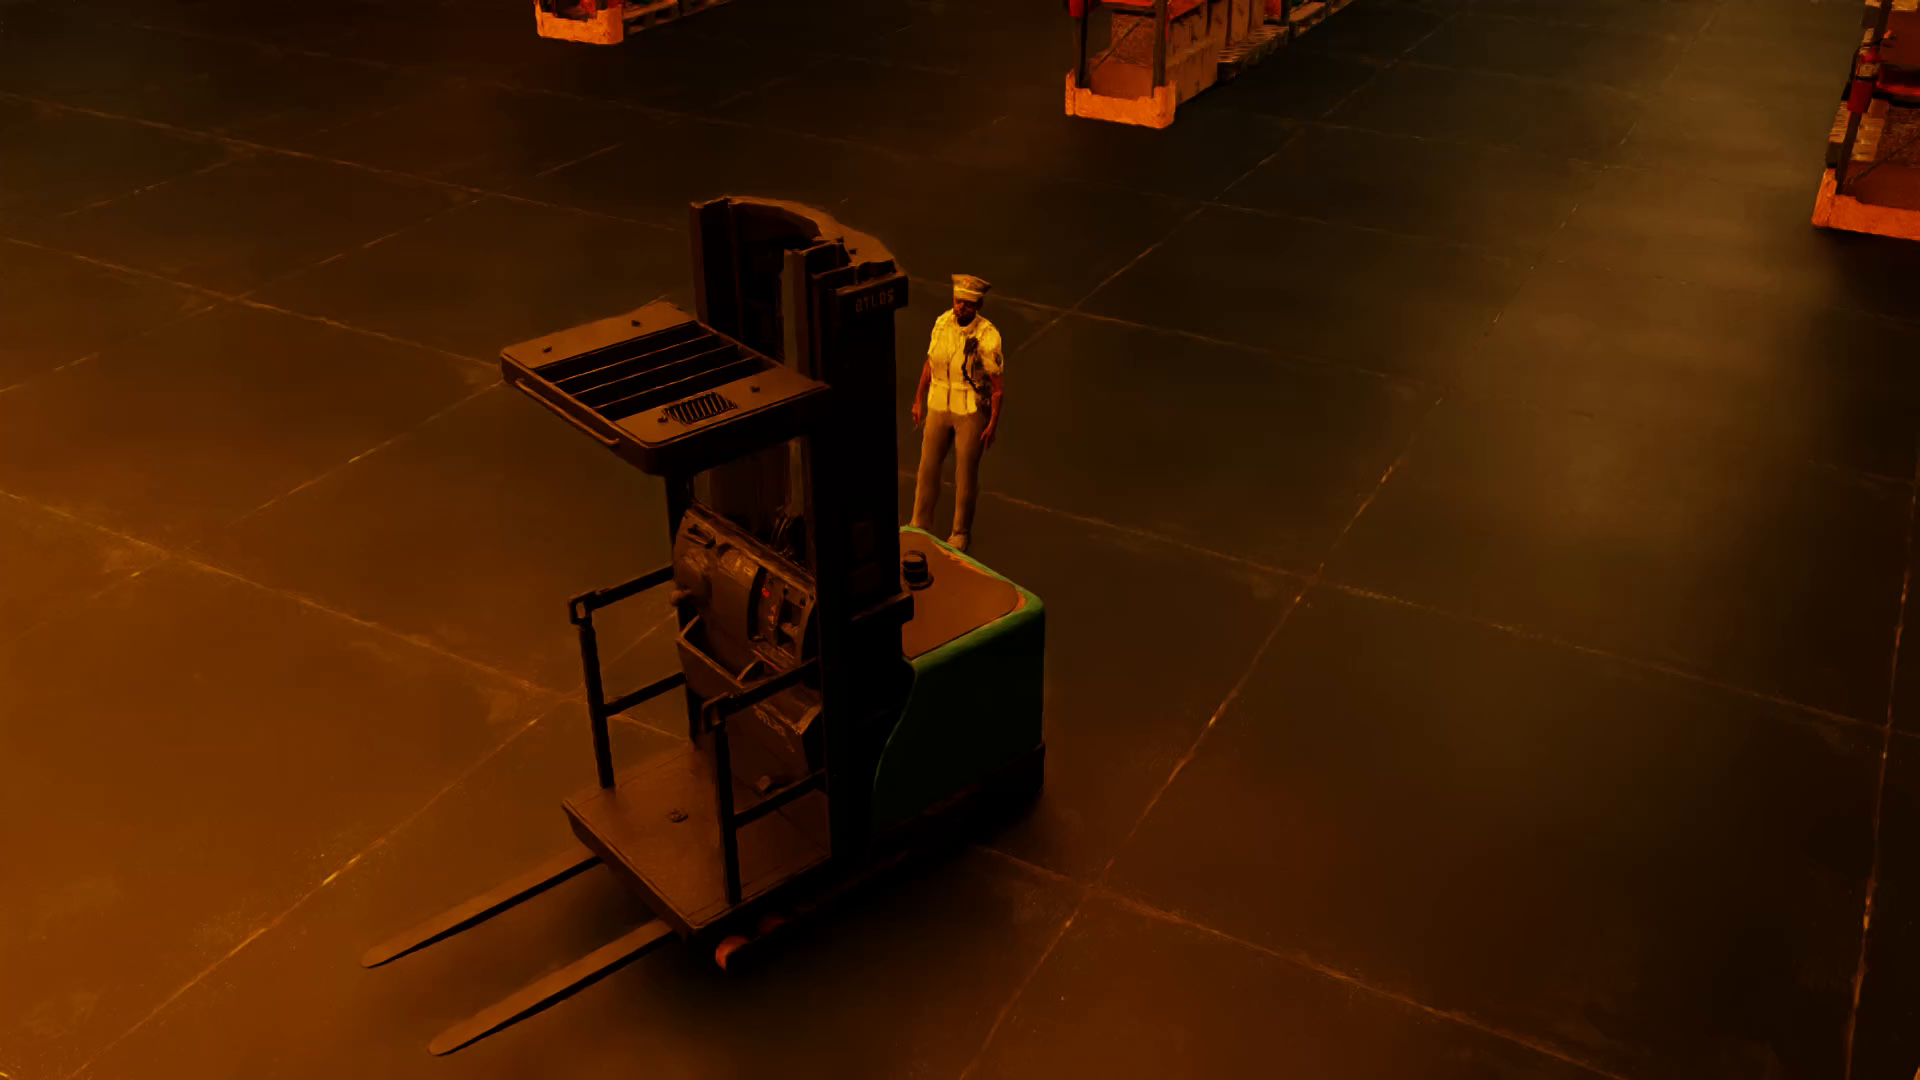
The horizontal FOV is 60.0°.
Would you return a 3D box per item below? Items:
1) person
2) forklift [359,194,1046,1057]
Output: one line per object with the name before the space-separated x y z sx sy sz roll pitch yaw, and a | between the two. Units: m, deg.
person | -0.053 -0.712 9.527 0.570 1.693 0.529 15 33 25
forklift | -1.045 0.232 6.669 3.031 2.935 1.130 -24 37 -35
